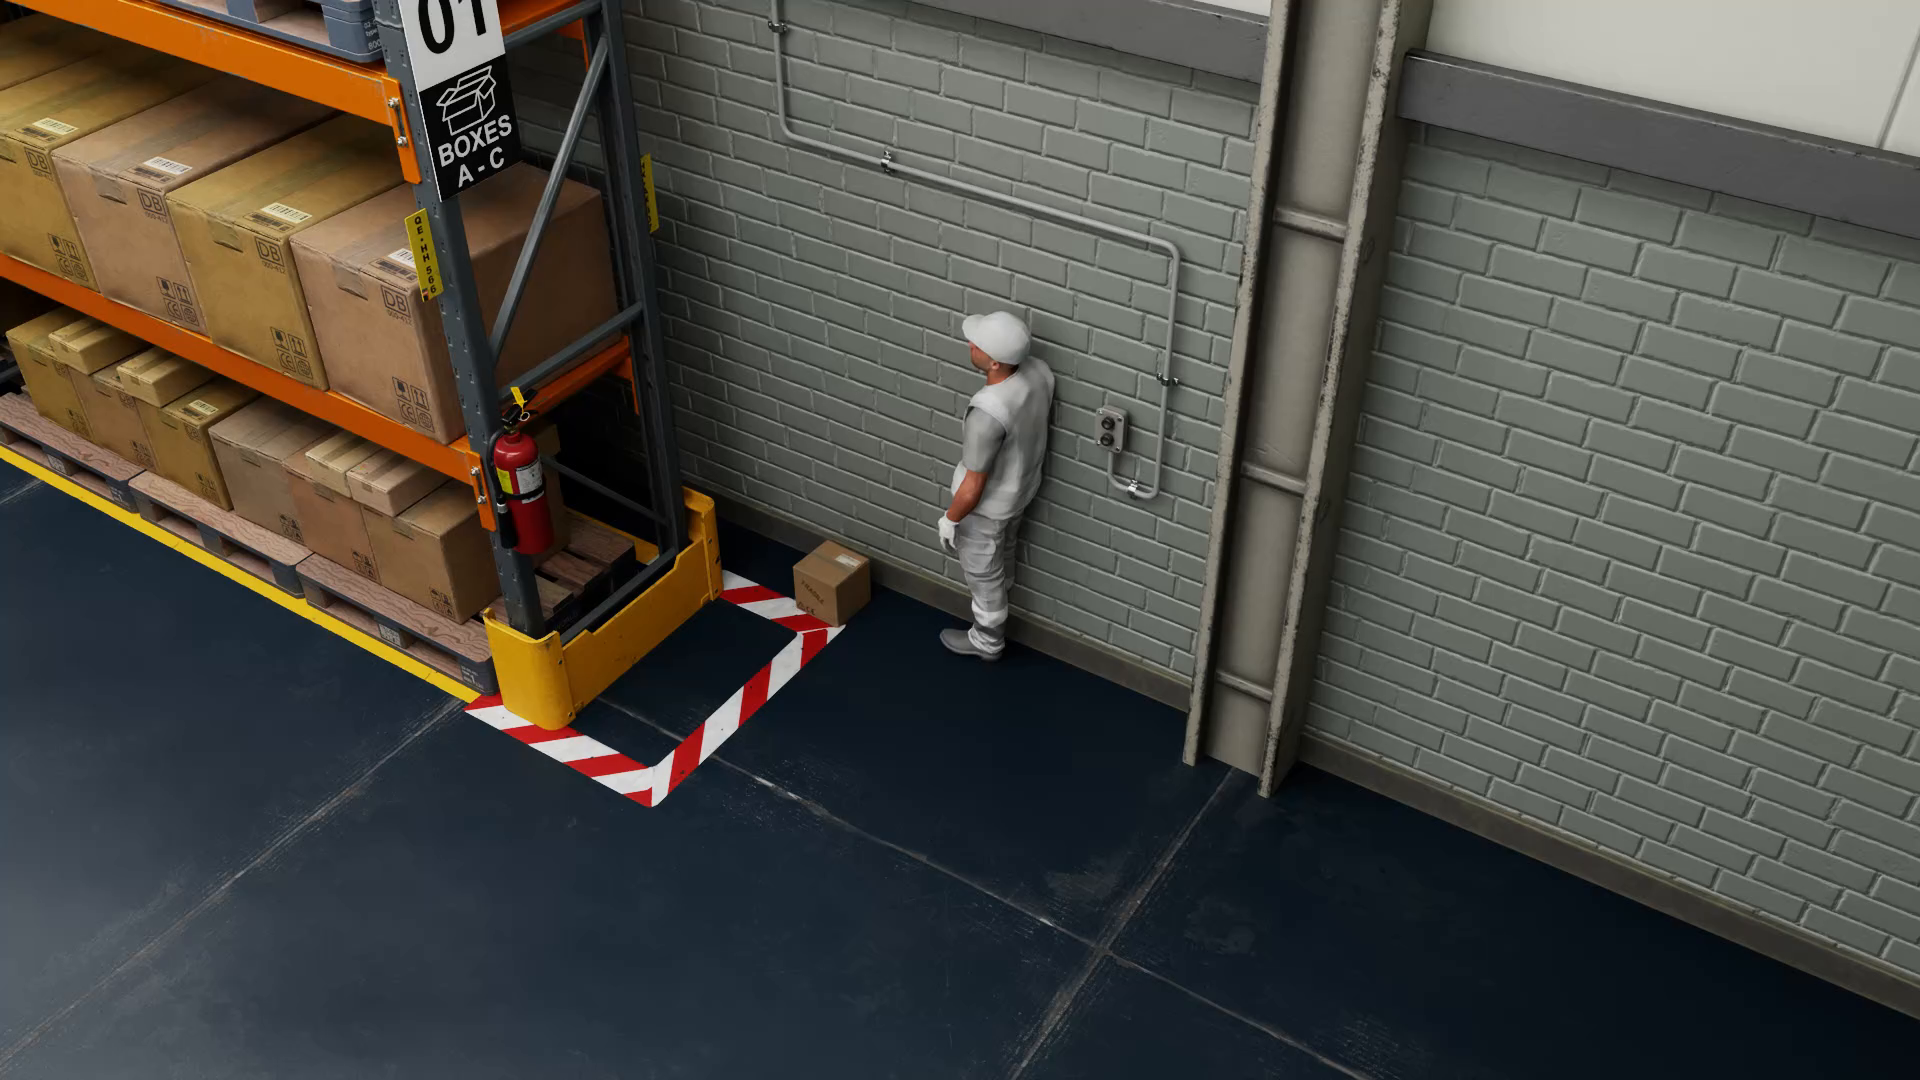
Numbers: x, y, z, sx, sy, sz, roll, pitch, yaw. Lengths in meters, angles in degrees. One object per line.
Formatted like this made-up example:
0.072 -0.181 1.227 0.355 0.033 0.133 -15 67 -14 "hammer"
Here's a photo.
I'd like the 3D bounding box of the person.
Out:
0.080 -0.226 6.934 0.565 1.787 0.637 22 43 26 "person"
